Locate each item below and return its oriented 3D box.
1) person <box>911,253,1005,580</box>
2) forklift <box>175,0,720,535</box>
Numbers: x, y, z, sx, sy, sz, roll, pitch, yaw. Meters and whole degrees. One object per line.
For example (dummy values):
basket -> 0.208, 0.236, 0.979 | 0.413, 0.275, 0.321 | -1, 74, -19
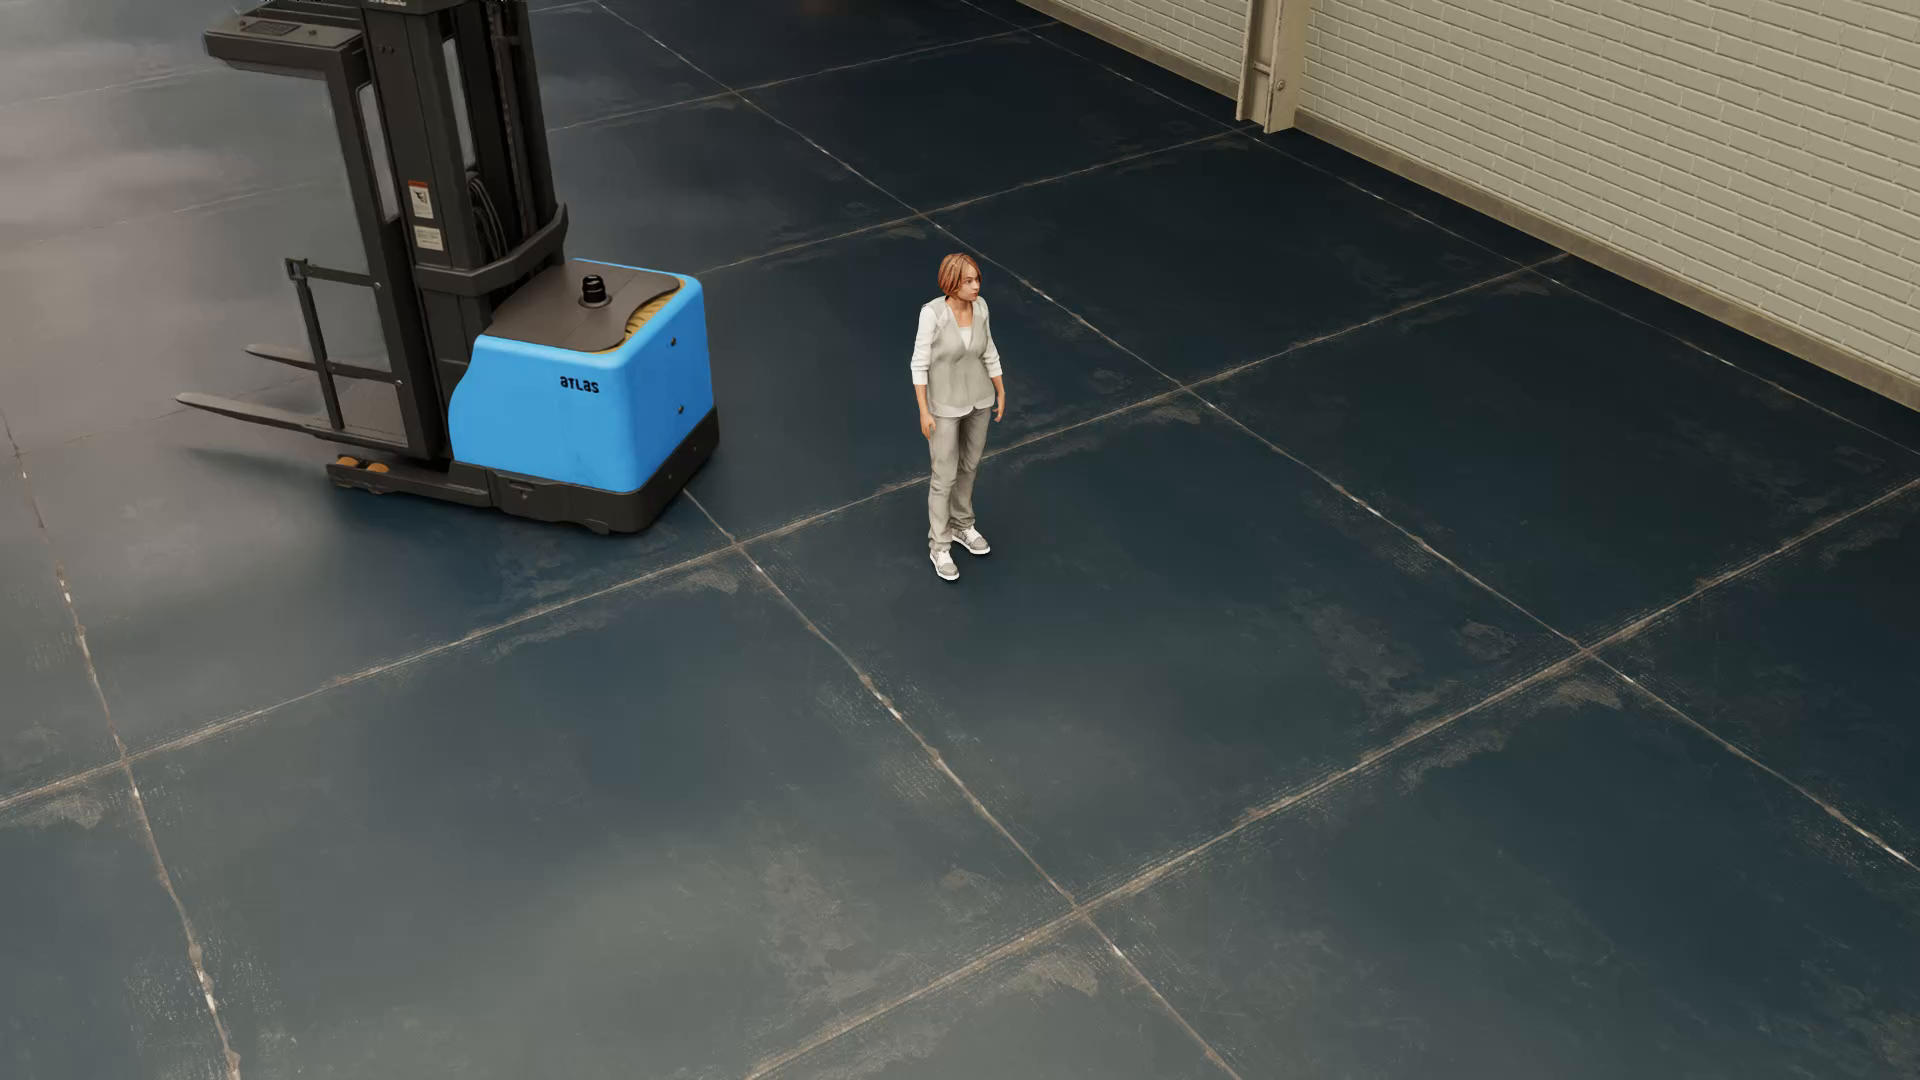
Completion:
person -> 0.028, -0.619, 8.177 | 0.521, 1.596, 0.475 | -21, 40, -27
forklift -> -2.926, -1.726, 8.604 | 3.031, 2.935, 1.130 | 11, 37, 15
